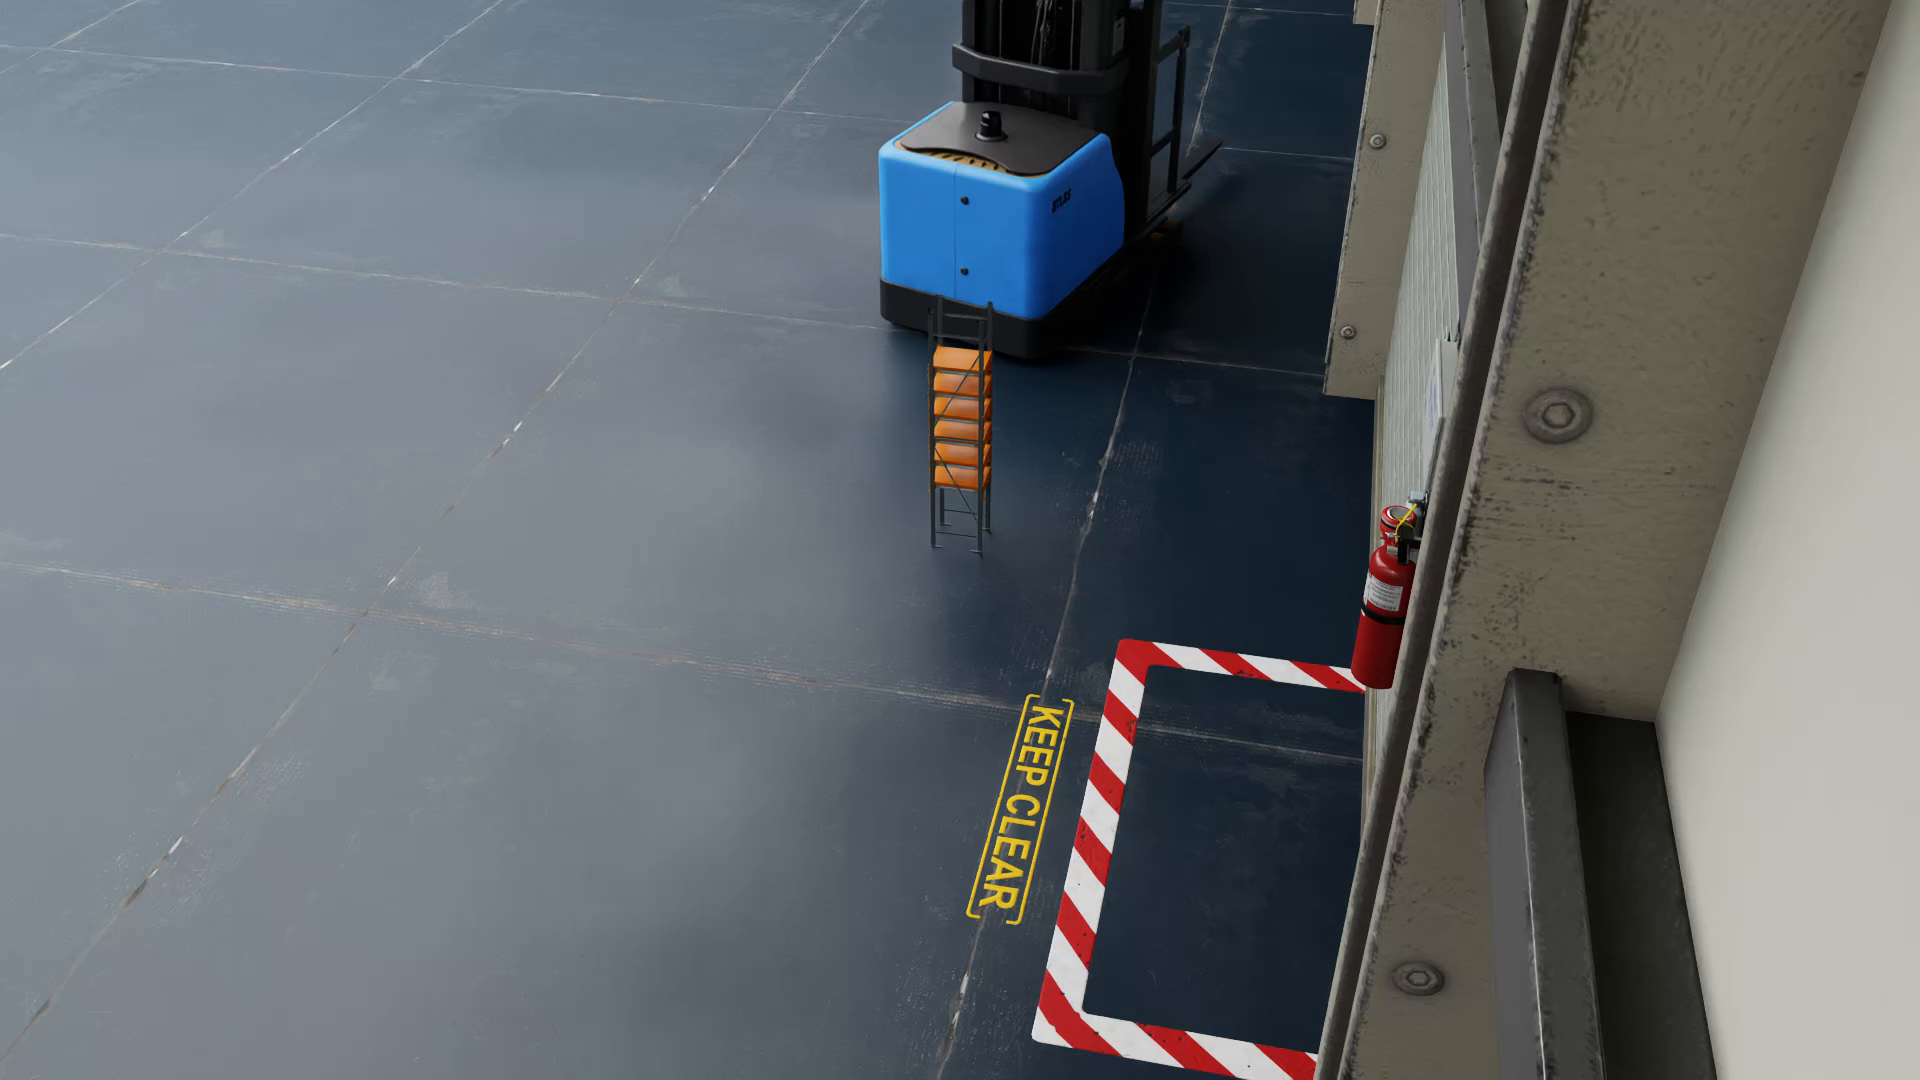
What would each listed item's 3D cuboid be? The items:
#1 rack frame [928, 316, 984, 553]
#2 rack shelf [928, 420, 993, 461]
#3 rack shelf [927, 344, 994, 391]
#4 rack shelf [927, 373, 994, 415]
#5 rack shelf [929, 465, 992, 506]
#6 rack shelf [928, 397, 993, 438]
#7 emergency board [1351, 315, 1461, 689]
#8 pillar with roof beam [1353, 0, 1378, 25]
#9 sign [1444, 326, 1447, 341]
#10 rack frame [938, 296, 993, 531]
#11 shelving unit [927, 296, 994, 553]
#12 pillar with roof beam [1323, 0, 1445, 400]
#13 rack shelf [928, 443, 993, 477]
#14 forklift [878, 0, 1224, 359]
[{"bbox_3d":[-0.016,-0.442,7.337,0.240,1.200,0.006,7,37,10],"label":"rack frame"},{"bbox_3d":[0.003,-0.458,7.435,0.258,0.103,0.180,7,37,10],"label":"rack shelf"},{"bbox_3d":[0.003,-0.750,7.224,0.258,0.103,0.180,7,37,10],"label":"rack shelf"},{"bbox_3d":[0.003,-0.652,7.295,0.258,0.103,0.180,7,37,10],"label":"rack shelf"},{"bbox_3d":[0.003,-0.264,7.576,0.258,0.103,0.180,7,37,10],"label":"rack shelf"},{"bbox_3d":[0.003,-0.555,7.365,0.258,0.103,0.180,7,37,10],"label":"rack shelf"},{"bbox_3d":[1.400,-0.054,5.269,0.194,1.169,0.643,7,37,10],"label":"emergency board"},{"bbox_3d":[-0.808,-8.491,11.797,9.100,9.000,0.400,7,37,10],"label":"pillar with roof beam"},{"bbox_3d":[1.609,-0.586,5.520,0.001,0.109,0.331,7,37,10],"label":"sign"},{"bbox_3d":[0.023,-0.547,7.482,0.240,1.200,0.006,7,37,10],"label":"rack frame"},{"bbox_3d":[0.003,-0.494,7.409,0.258,1.200,0.189,7,37,10],"label":"shelving unit"},{"bbox_3d":[-2.090,-5.051,7.051,9.100,9.000,0.400,7,37,10],"label":"pillar with roof beam"},{"bbox_3d":[0.003,-0.361,7.506,0.258,0.103,0.180,7,37,10],"label":"rack shelf"},{"bbox_3d":[0.717,-3.005,9.399,1.130,2.935,3.031,18,40,24],"label":"forklift"}]
